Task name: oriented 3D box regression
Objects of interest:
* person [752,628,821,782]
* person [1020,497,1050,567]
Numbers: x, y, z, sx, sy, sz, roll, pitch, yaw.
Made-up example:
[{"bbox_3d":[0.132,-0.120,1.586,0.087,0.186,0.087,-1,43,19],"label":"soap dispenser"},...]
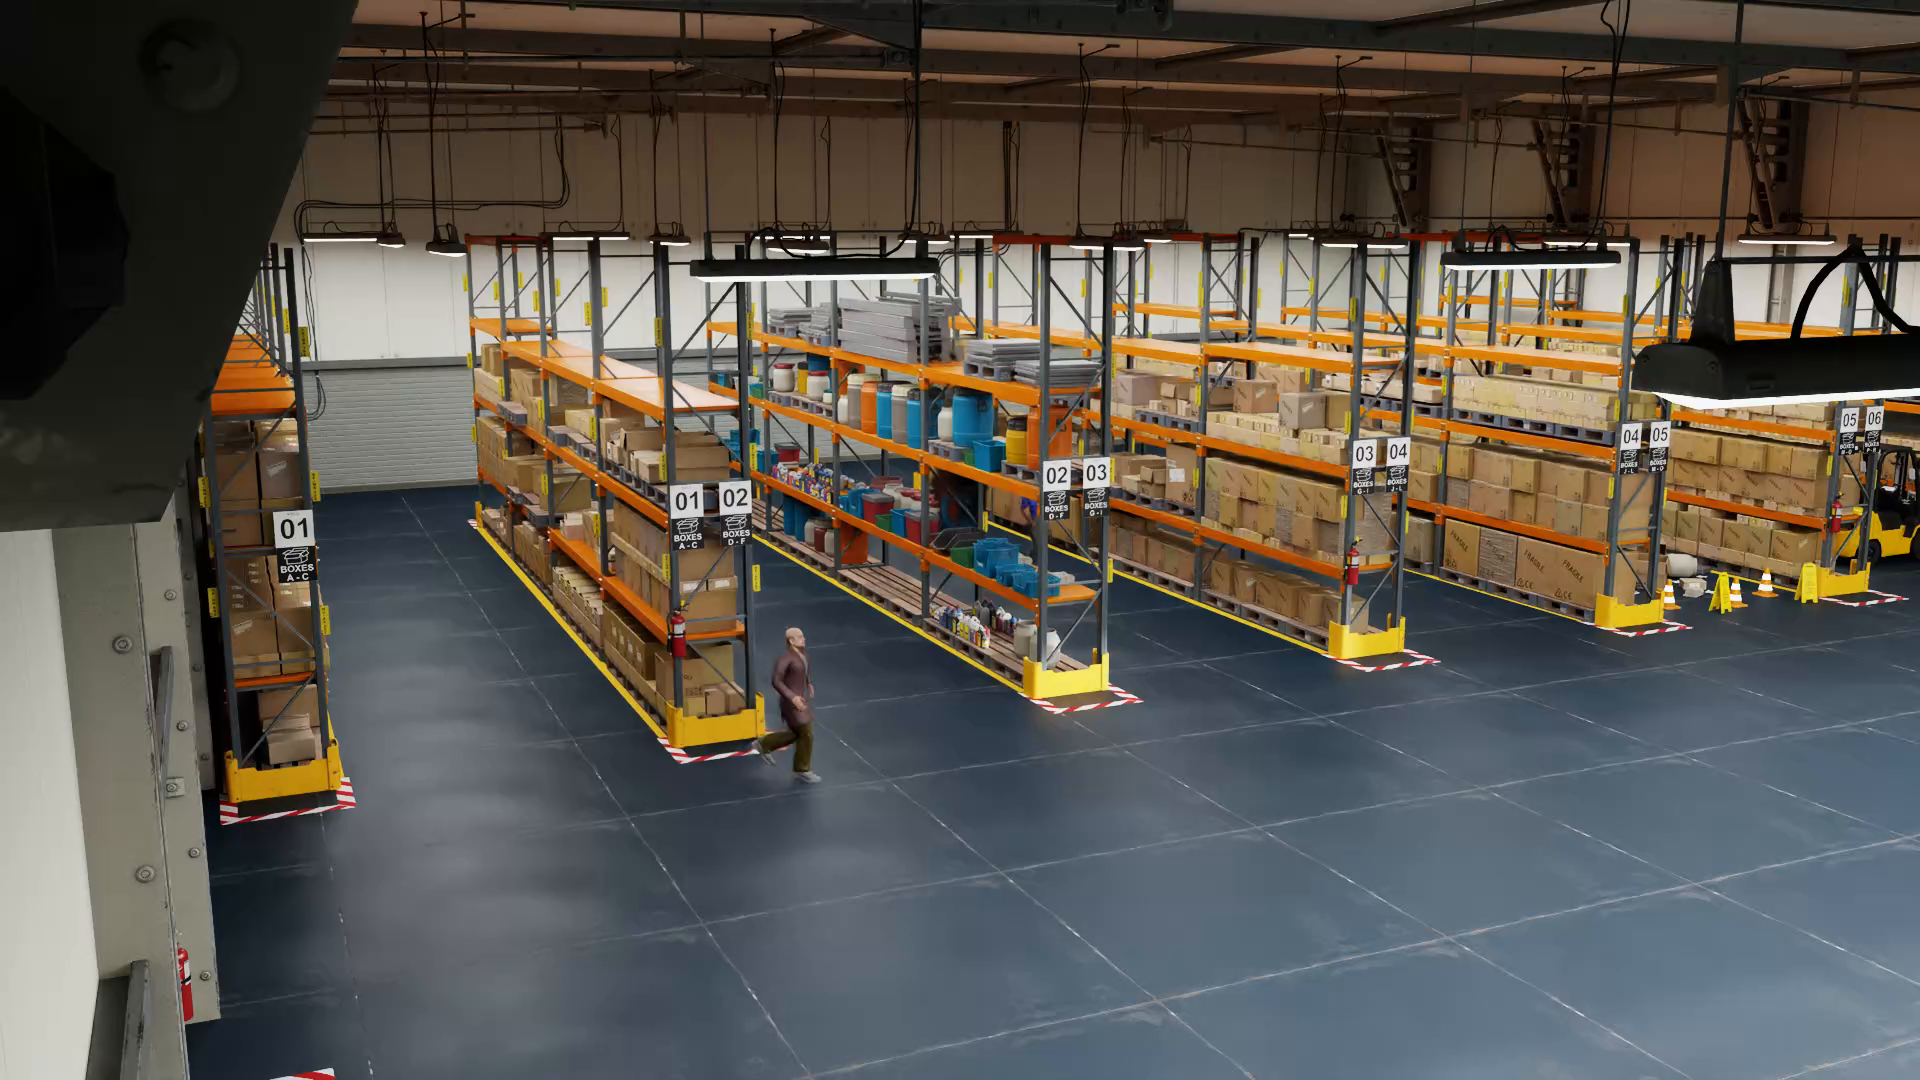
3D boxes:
[{"bbox_3d":[-1.981,1.861,18.974,0.831,1.790,0.726,2,11,9],"label":"person"},{"bbox_3d":[1.321,-0.277,28.825,0.575,1.635,0.467,-5,12,-25],"label":"person"}]
